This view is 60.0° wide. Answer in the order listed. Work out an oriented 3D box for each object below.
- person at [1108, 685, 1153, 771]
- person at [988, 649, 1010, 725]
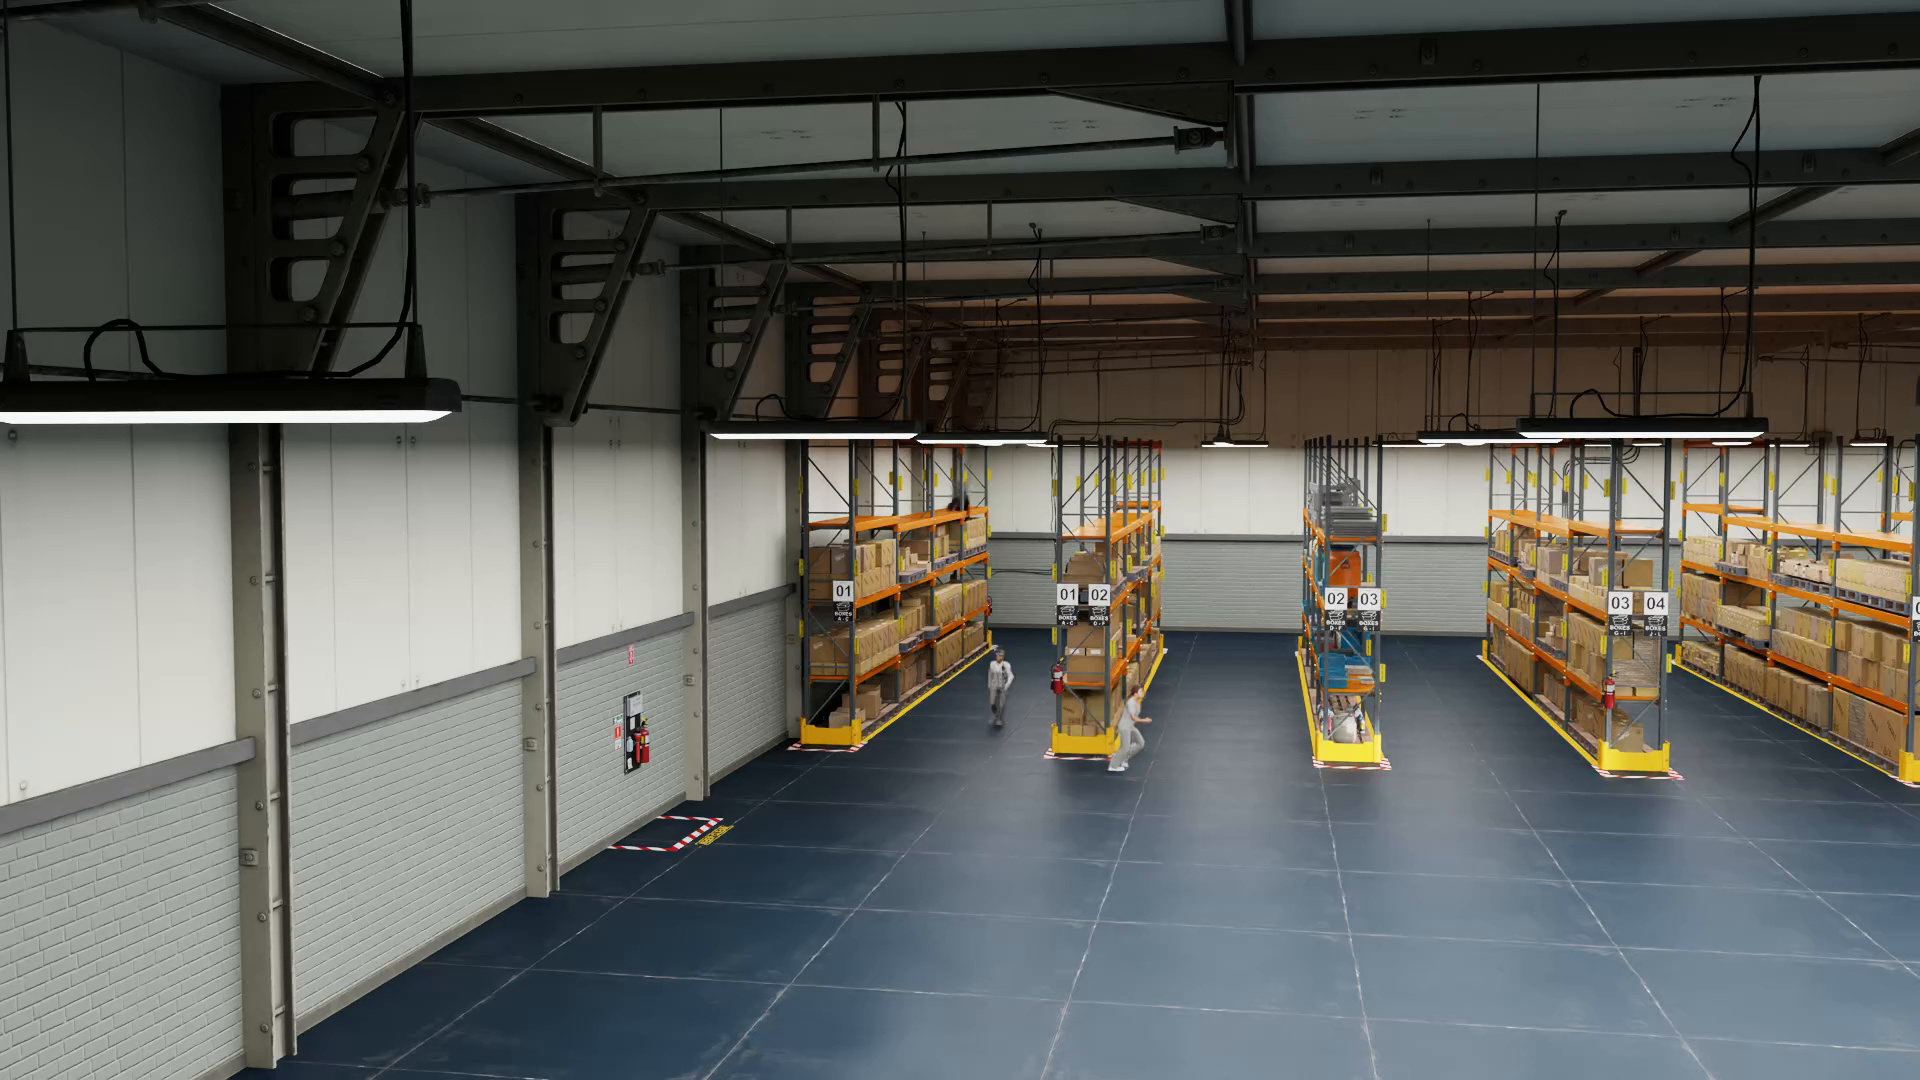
[{"bbox_3d":[3.034,3.339,29.527,0.806,1.561,0.556,1,3,21],"label":"person"},{"bbox_3d":[0.792,3.048,34.299,0.541,1.611,0.741,1,3,10],"label":"person"}]
